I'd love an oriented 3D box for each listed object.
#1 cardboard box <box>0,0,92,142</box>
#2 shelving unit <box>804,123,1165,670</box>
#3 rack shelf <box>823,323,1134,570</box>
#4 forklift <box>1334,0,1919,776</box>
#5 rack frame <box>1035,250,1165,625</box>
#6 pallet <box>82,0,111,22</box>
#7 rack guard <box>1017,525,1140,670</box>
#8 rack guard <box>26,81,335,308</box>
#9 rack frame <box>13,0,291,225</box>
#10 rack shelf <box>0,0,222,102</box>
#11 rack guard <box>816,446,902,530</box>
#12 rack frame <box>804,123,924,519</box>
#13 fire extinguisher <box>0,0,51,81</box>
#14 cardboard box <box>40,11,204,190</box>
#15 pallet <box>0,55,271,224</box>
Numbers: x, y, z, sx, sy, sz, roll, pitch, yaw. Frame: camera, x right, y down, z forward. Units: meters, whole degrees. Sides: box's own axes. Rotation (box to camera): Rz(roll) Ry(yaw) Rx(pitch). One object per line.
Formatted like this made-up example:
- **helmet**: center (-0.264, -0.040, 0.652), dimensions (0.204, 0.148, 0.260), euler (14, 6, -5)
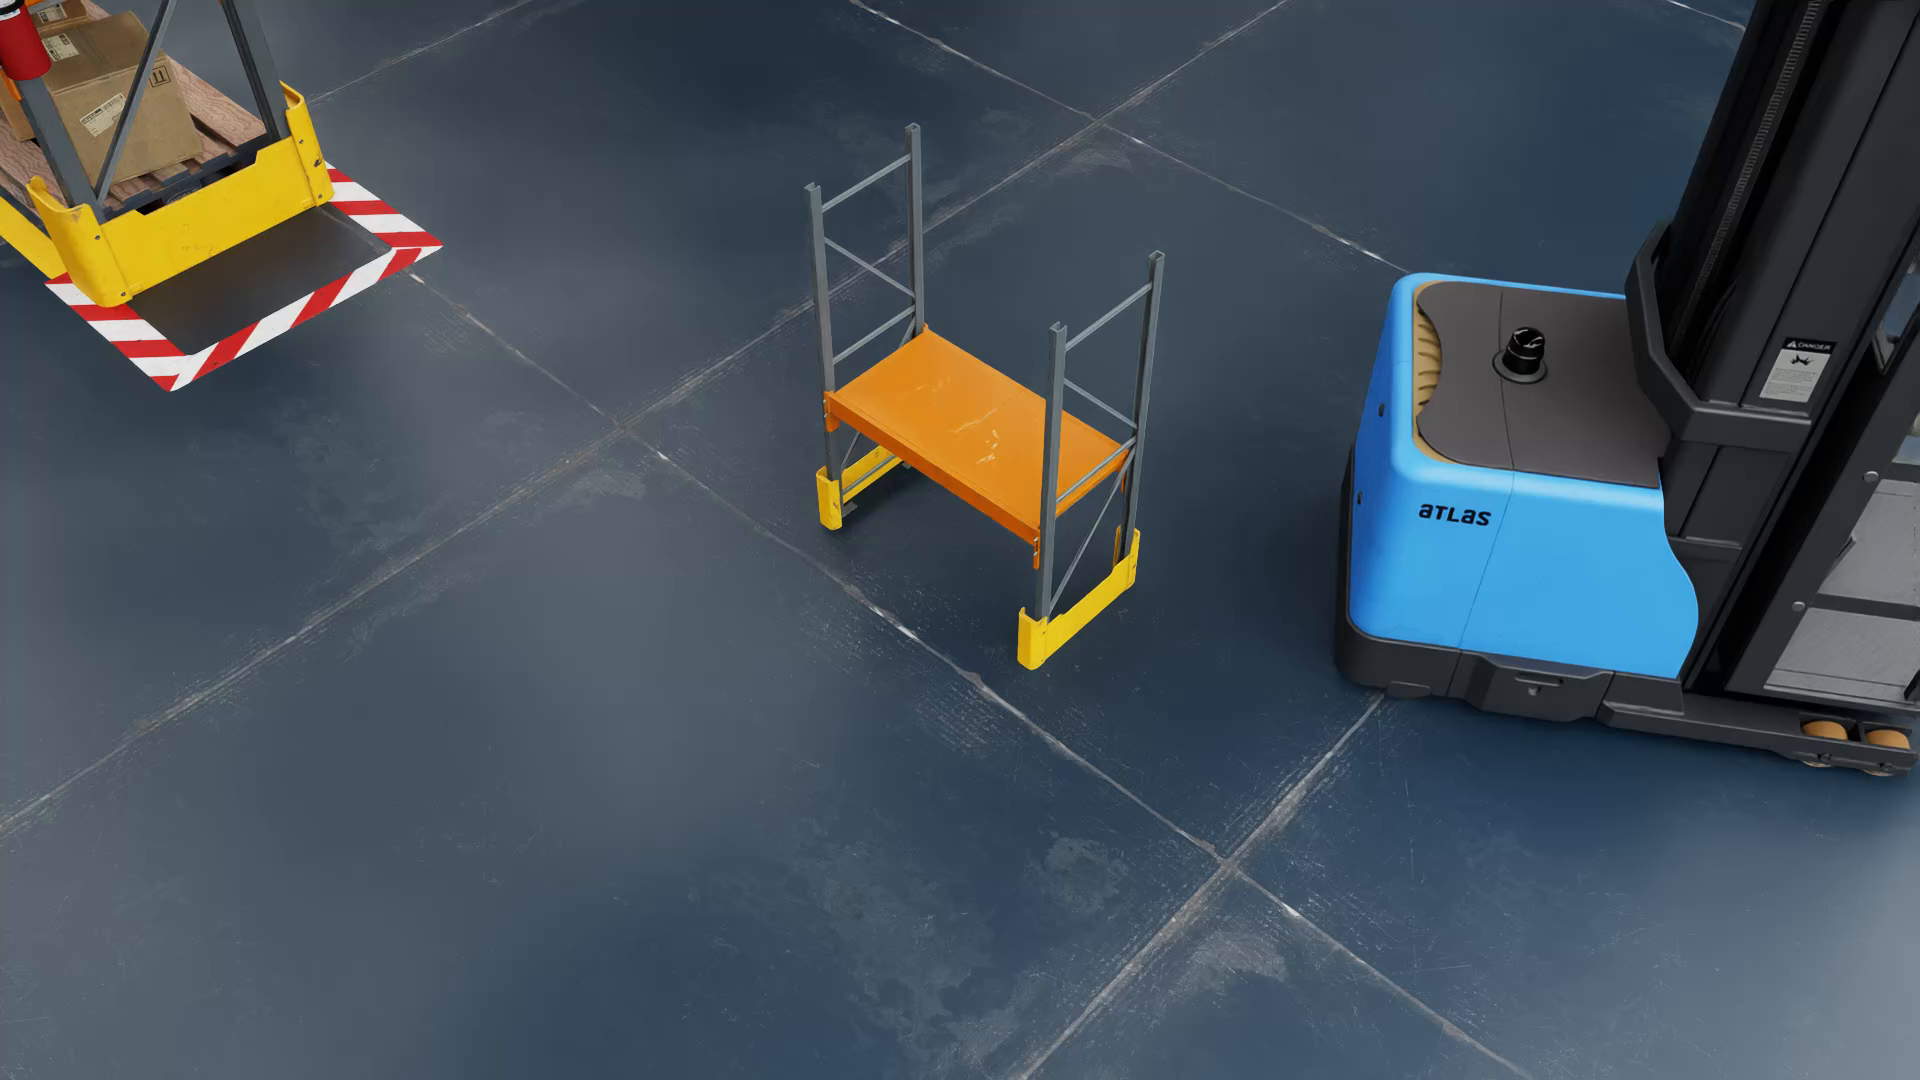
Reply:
- **cardboard box**: center (-4.271, -2.255, 7.737), dimensions (0.500, 0.500, 0.500), euler (-25, 52, -21)
- **shelving unit**: center (0.056, -0.476, 5.668), dimensions (1.083, 1.500, 0.587), euler (34, 55, 28)
- **rack shelf**: center (0.063, -0.348, 5.795), dimensions (1.000, 0.185, 0.538), euler (34, 55, 28)
- **forklift**: center (2.863, -0.644, 4.844), dimensions (3.031, 2.935, 1.130), euler (8, 47, 7)
- **rack frame**: center (0.436, -0.220, 5.428), dimensions (0.032, 1.500, 0.500), euler (34, 55, 28)
- **pallet**: center (-4.882, -2.479, 8.433), dimensions (1.213, 0.211, 1.003), euler (34, 55, 28)
- **rack guard**: center (0.422, 0.198, 5.892), dimensions (0.087, 0.250, 0.587), euler (34, 55, 28)
- **rack guard**: center (-3.416, -1.554, 7.366), dimensions (0.348, 0.500, 1.175), euler (34, 55, 28)
- **rack frame**: center (-3.361, -2.372, 6.420), dimensions (0.127, 3.000, 1.000), euler (34, 55, 28)
- **rack shelf**: center (-4.830, -3.115, 7.611), dimensions (4.000, 0.370, 1.077), euler (34, 55, 28)
- **rack guard**: center (-0.310, -0.294, 6.355), dimensions (0.087, 0.250, 0.587), euler (34, 55, 28)
- **rack frame**: center (-0.311, -0.723, 5.900), dimensions (0.032, 1.500, 0.500), euler (34, 55, 28)
- **fire extinguisher**: center (-3.589, -2.042, 6.163), dimensions (0.183, 0.674, 0.296), euler (34, 55, 28)
- **cardboard box**: center (-3.808, -1.978, 7.476), dimensions (0.500, 0.500, 0.500), euler (-28, 53, -24)
- **pallet**: center (-3.989, -1.876, 7.867), dimensions (1.213, 0.211, 1.003), euler (34, 55, 28)
